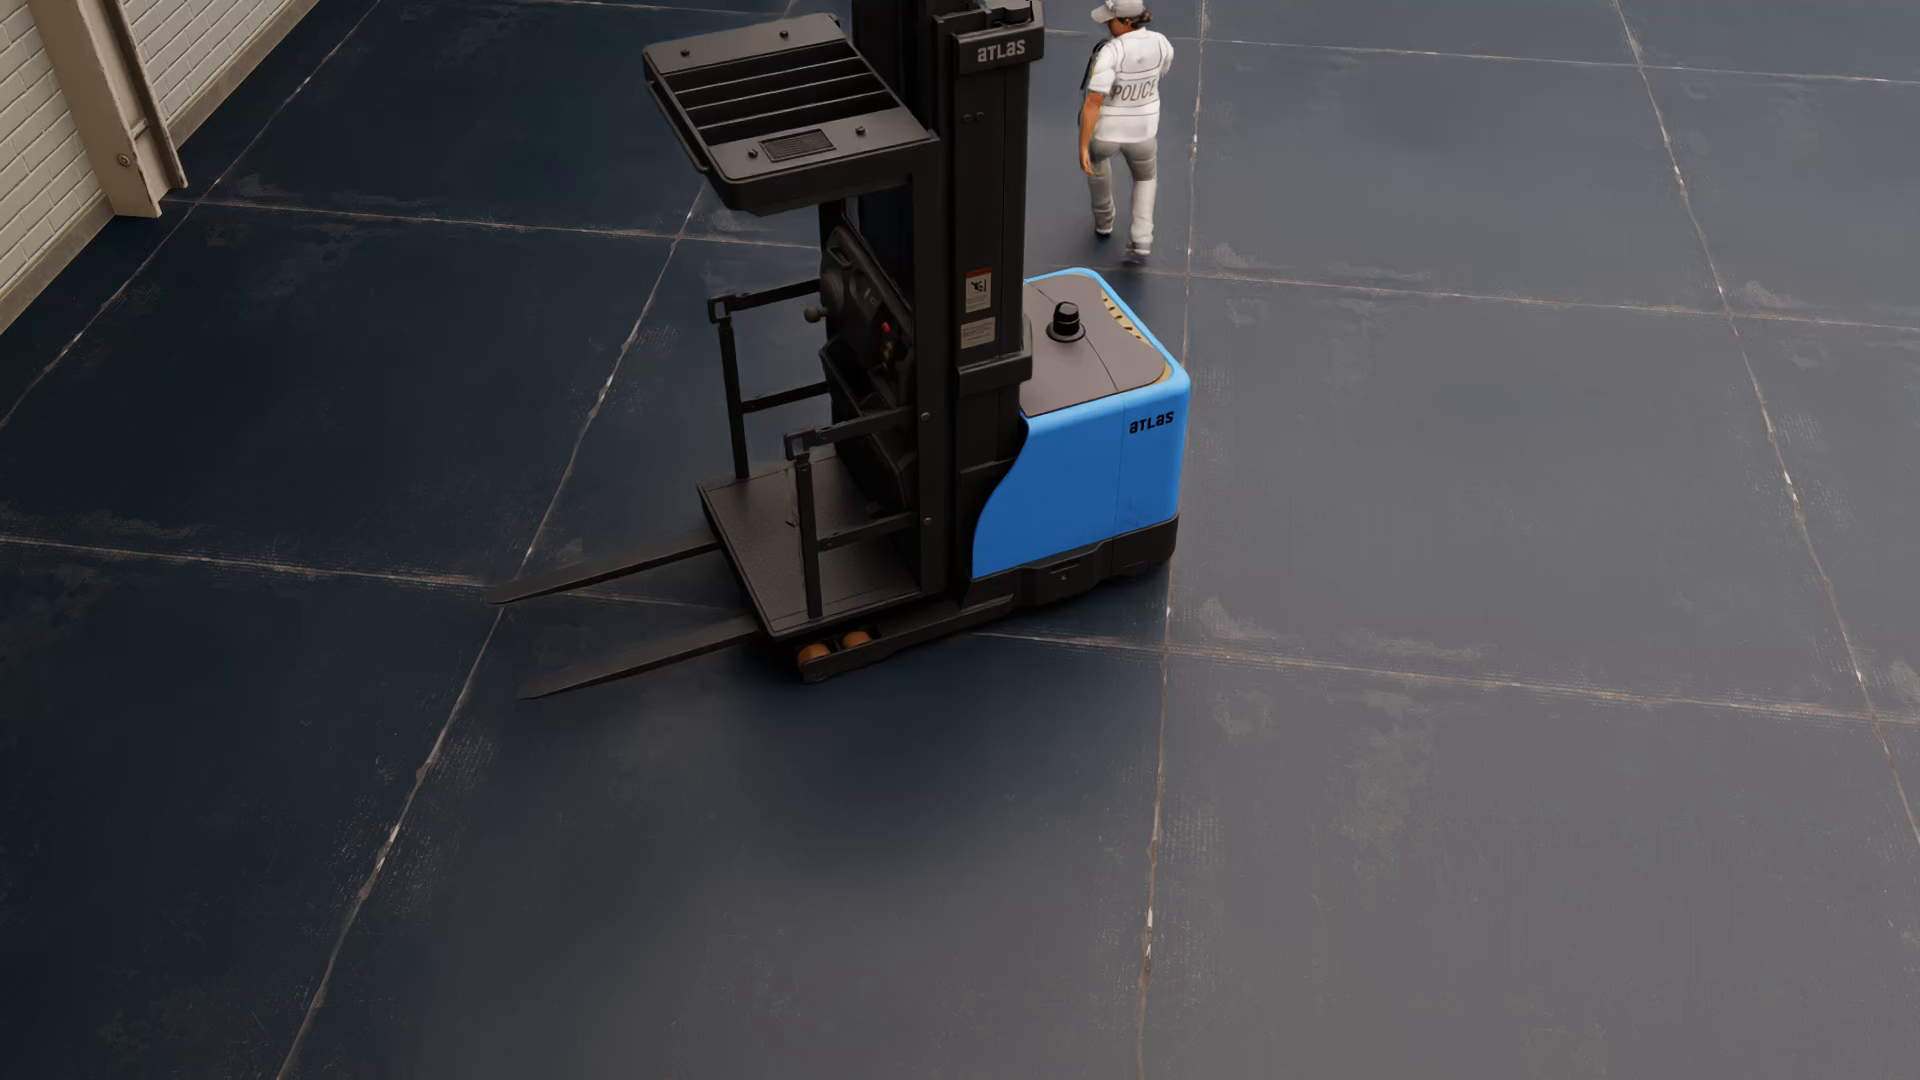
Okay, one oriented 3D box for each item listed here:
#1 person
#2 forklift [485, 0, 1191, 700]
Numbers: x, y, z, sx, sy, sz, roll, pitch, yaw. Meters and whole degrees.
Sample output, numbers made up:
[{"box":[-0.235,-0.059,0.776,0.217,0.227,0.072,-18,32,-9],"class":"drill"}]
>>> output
[{"box":[0.894,-2.306,9.251,0.533,1.588,0.776,-2,43,-2],"class":"person"},{"box":[-0.565,-0.875,6.677,3.031,2.935,1.130,-16,45,-17],"class":"forklift"}]
